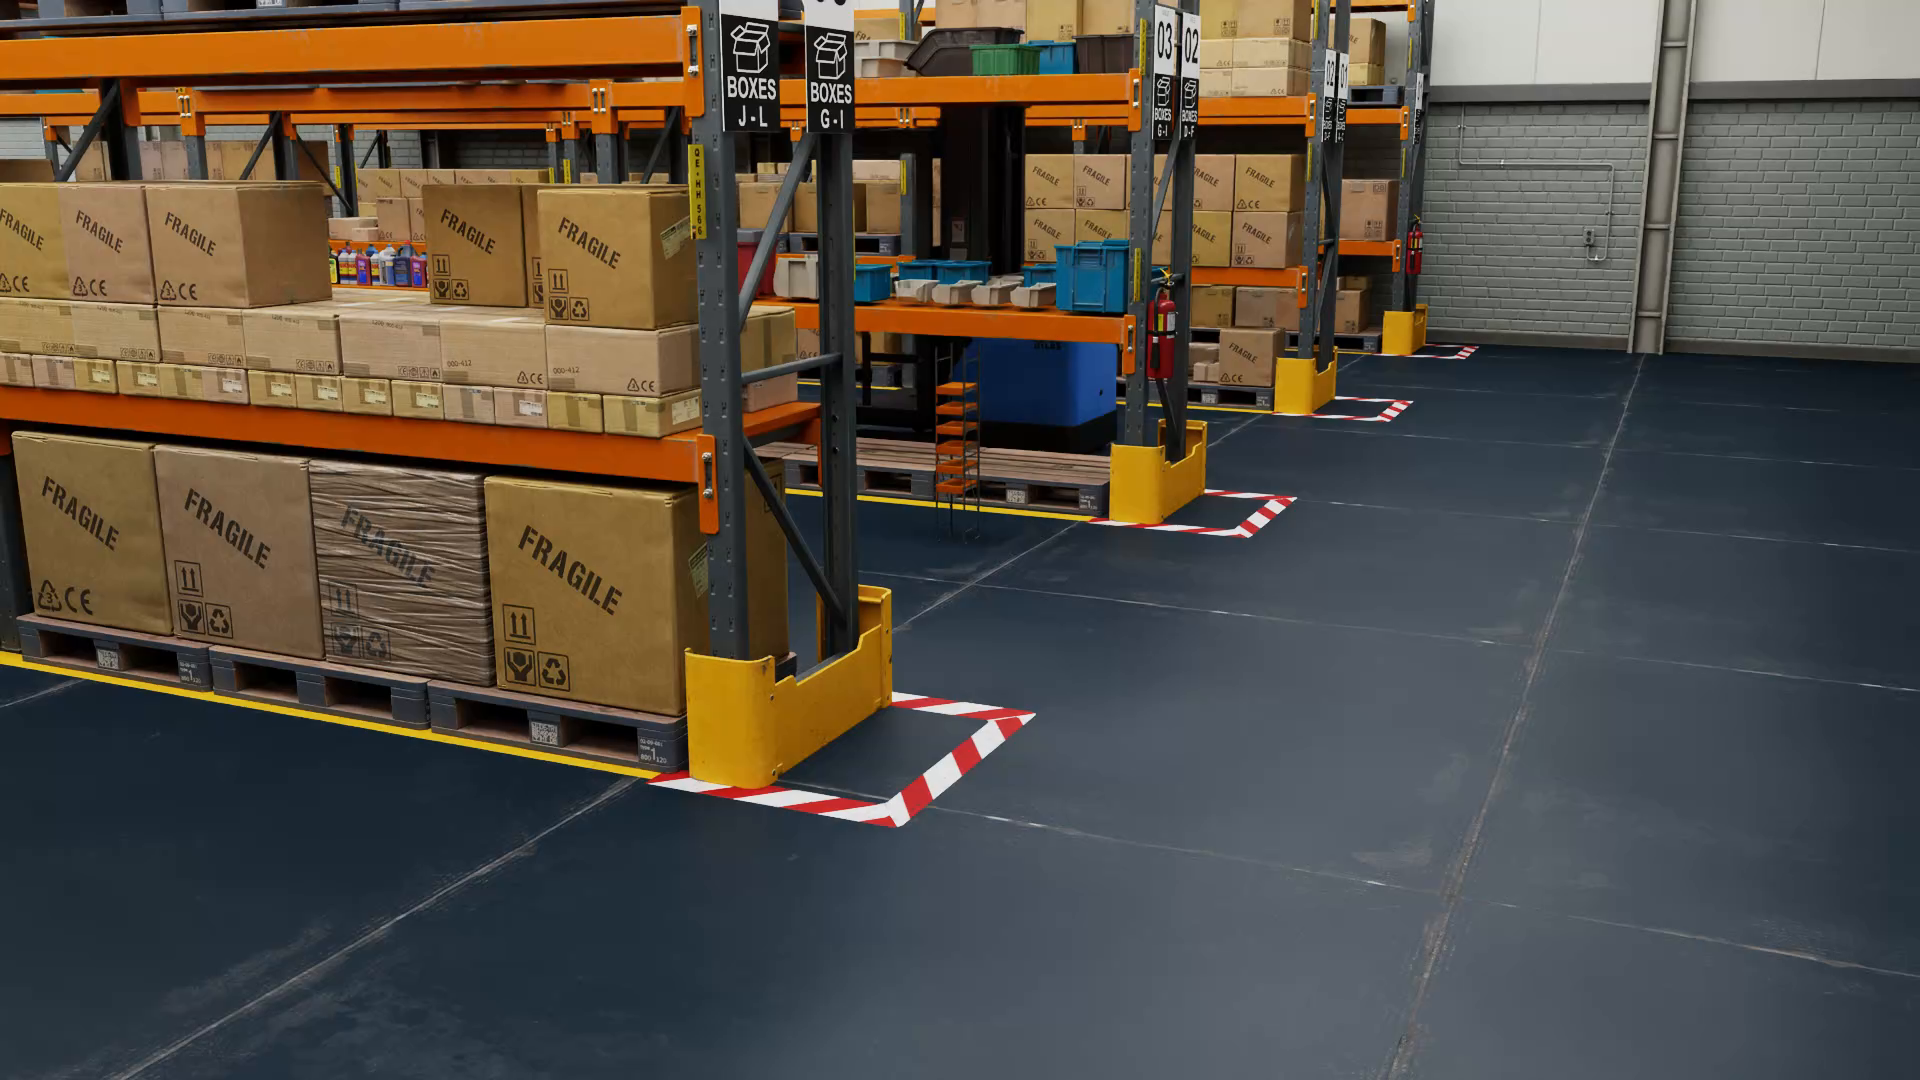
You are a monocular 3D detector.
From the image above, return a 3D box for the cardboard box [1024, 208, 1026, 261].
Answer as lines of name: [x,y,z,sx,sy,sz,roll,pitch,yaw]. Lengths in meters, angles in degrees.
cardboard box: [0.494,-2.994,16.230,0.500,0.500,0.500,6,15,24]

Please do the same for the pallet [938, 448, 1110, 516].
pallet: [0.578,-0.419,11.577,1.213,0.211,1.003,6,14,23]

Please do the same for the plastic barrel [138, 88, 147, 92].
plastic barrel: [-7.259,-4.283,14.437,0.708,0.830,0.600,6,14,23]

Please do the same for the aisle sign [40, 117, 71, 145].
aisle sign: [-11.487,-5.414,21.072,0.004,0.787,0.394,6,14,23]

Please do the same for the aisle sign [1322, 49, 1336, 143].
aisle sign: [3.264,-3.921,14.710,0.004,0.787,0.394,6,14,23]

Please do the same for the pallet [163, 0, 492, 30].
pallet: [-2.492,-2.254,6.921,1.213,0.211,1.003,6,14,23]

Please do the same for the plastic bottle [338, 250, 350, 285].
plastic bottle: [-4.883,-2.169,13.214,0.097,0.271,0.097,0,13,0]

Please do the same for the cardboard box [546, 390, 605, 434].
cardboard box: [-1.387,-0.523,6.467,0.250,0.149,0.380,6,14,24]

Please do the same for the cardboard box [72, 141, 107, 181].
cardboard box: [-10.833,-4.836,21.240,0.500,0.500,0.700,6,14,23]

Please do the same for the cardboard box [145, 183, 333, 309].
cardboard box: [-3.088,-1.272,7.146,0.500,0.500,0.500,5,14,21]

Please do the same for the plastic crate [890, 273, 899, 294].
plastic crate: [-0.627,-1.864,12.080,0.466,0.136,0.293,6,14,23]

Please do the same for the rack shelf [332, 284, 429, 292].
rack shelf: [-4.170,-1.897,13.347,4.000,0.370,1.077,6,14,23]

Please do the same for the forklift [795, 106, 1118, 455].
forklift: [-0.293,-2.223,13.313,3.031,2.935,1.130,6,14,24]

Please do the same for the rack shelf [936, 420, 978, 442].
rack shelf: [-0.013,-0.659,10.106,0.180,0.103,0.258,6,14,23]

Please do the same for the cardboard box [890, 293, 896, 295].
cardboard box: [-0.568,-3.481,22.312,0.750,0.750,0.750,6,14,23]

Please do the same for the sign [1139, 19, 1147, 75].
sign: [1.108,-2.985,10.072,0.005,0.325,0.100,6,14,23]

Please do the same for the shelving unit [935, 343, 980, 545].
shelving unit: [-0.013,-0.585,10.123,0.189,1.200,0.258,6,14,23]

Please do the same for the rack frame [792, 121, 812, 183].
rack frame: [-1.985,-4.501,22.872,0.127,3.000,1.000,6,14,23]

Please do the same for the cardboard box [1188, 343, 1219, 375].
cardboard box: [2.487,-1.757,16.234,0.500,0.250,0.500,6,14,23]

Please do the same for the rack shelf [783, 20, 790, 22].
rack shelf: [-3.814,-7.062,23.103,4.000,0.370,1.077,6,14,23]

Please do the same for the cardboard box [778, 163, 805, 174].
cardboard box: [-2.313,-5.106,22.846,0.250,0.149,0.380,4,14,16]

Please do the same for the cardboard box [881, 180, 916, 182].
cardboard box: [-0.717,-4.510,21.993,0.500,0.500,0.500,6,14,23]

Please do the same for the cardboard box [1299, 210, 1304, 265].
cardboard box: [3.027,-2.871,15.705,0.500,0.500,0.500,6,15,24]

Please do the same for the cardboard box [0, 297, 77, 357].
cardboard box: [-4.024,-1.001,7.632,0.500,0.250,0.500,5,14,22]

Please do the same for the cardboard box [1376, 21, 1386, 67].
cardboard box: [4.759,-5.885,19.750,0.500,0.500,0.500,5,14,21]

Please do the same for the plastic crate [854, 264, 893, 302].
plastic crate: [-0.665,-1.776,11.493,0.300,0.233,0.416,6,14,23]

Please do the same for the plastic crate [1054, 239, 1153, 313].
plastic crate: [0.934,-1.730,10.854,0.499,0.435,0.616,6,14,23]

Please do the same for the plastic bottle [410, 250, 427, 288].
plastic bottle: [-4.192,-2.100,12.895,0.133,0.283,0.061,6,14,23]

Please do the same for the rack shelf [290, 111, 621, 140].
rack shelf: [-5.817,-4.761,18.989,4.000,0.370,1.077,6,14,23]

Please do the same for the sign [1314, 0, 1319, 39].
sign: [3.083,-4.503,14.377,0.005,0.325,0.100,6,14,23]

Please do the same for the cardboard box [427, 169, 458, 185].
cardboard box: [-7.591,-5.294,24.894,0.500,0.500,0.500,6,15,25]

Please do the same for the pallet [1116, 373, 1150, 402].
pallet: [1.416,-1.562,16.451,1.213,0.211,1.003,6,14,23]

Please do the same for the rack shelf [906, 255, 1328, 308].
rack shelf: [1.497,-2.561,16.177,4.000,0.370,1.077,6,14,23]

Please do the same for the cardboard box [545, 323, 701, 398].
cardboard box: [-1.240,-0.719,6.428,0.500,0.250,0.500,6,14,22]

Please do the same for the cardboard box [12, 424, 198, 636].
cardboard box: [-3.776,-0.120,7.931,0.875,0.875,0.875,6,14,23]

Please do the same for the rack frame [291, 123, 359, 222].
rack frame: [-7.646,-3.836,20.038,0.127,3.000,1.000,6,14,23]

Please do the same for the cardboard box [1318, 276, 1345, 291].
cardboard box: [4.457,-3.082,19.956,0.250,0.149,0.380,6,14,23]

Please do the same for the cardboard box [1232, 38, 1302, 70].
cardboard box: [2.753,-4.351,14.899,0.500,0.250,0.500,6,14,23]

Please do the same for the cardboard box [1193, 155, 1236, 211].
cardboard box: [2.345,-3.292,15.310,0.500,0.500,0.500,6,15,25]

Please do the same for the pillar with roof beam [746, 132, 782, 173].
pillar with roof beam: [-4.567,-6.824,19.637,0.400,9.000,9.100,6,14,23]

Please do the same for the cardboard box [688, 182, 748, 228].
cardboard box: [-2.608,-3.560,17.723,0.500,0.500,0.700,9,16,34]

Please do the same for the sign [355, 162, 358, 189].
sign: [-7.435,-4.476,20.402,0.005,0.325,0.100,6,14,23]

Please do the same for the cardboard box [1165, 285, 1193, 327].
cardboard box: [2.772,-2.981,20.945,0.500,0.500,0.700,6,14,23]

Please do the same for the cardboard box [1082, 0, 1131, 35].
cardboard box: [1.507,-4.920,15.681,0.500,0.500,0.700,6,14,23]

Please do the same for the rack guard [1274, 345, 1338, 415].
rack guard: [3.257,-1.516,15.622,0.348,0.500,1.175,6,14,23]

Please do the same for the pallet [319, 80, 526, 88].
pallet: [-4.135,-3.587,12.822,1.213,0.211,1.003,6,14,23]

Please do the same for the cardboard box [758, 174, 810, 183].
cardboard box: [-2.419,-4.806,22.987,0.500,0.500,0.700,4,14,17]

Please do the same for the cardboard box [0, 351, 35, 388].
cardboard box: [-4.211,-0.808,7.683,0.250,0.149,0.380,6,14,23]

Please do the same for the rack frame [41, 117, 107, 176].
rack frame: [-11.303,-4.207,21.616,0.127,3.000,1.000,6,14,23]

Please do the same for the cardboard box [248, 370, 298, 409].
cardboard box: [-2.785,-0.664,7.070,0.250,0.149,0.380,5,14,22]

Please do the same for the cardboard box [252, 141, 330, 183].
cardboard box: [-8.054,-4.556,20.048,0.500,0.500,0.700,6,14,24]

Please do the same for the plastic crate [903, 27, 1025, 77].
plastic crate: [0.031,-3.321,11.410,0.767,0.338,0.504,6,14,23]
